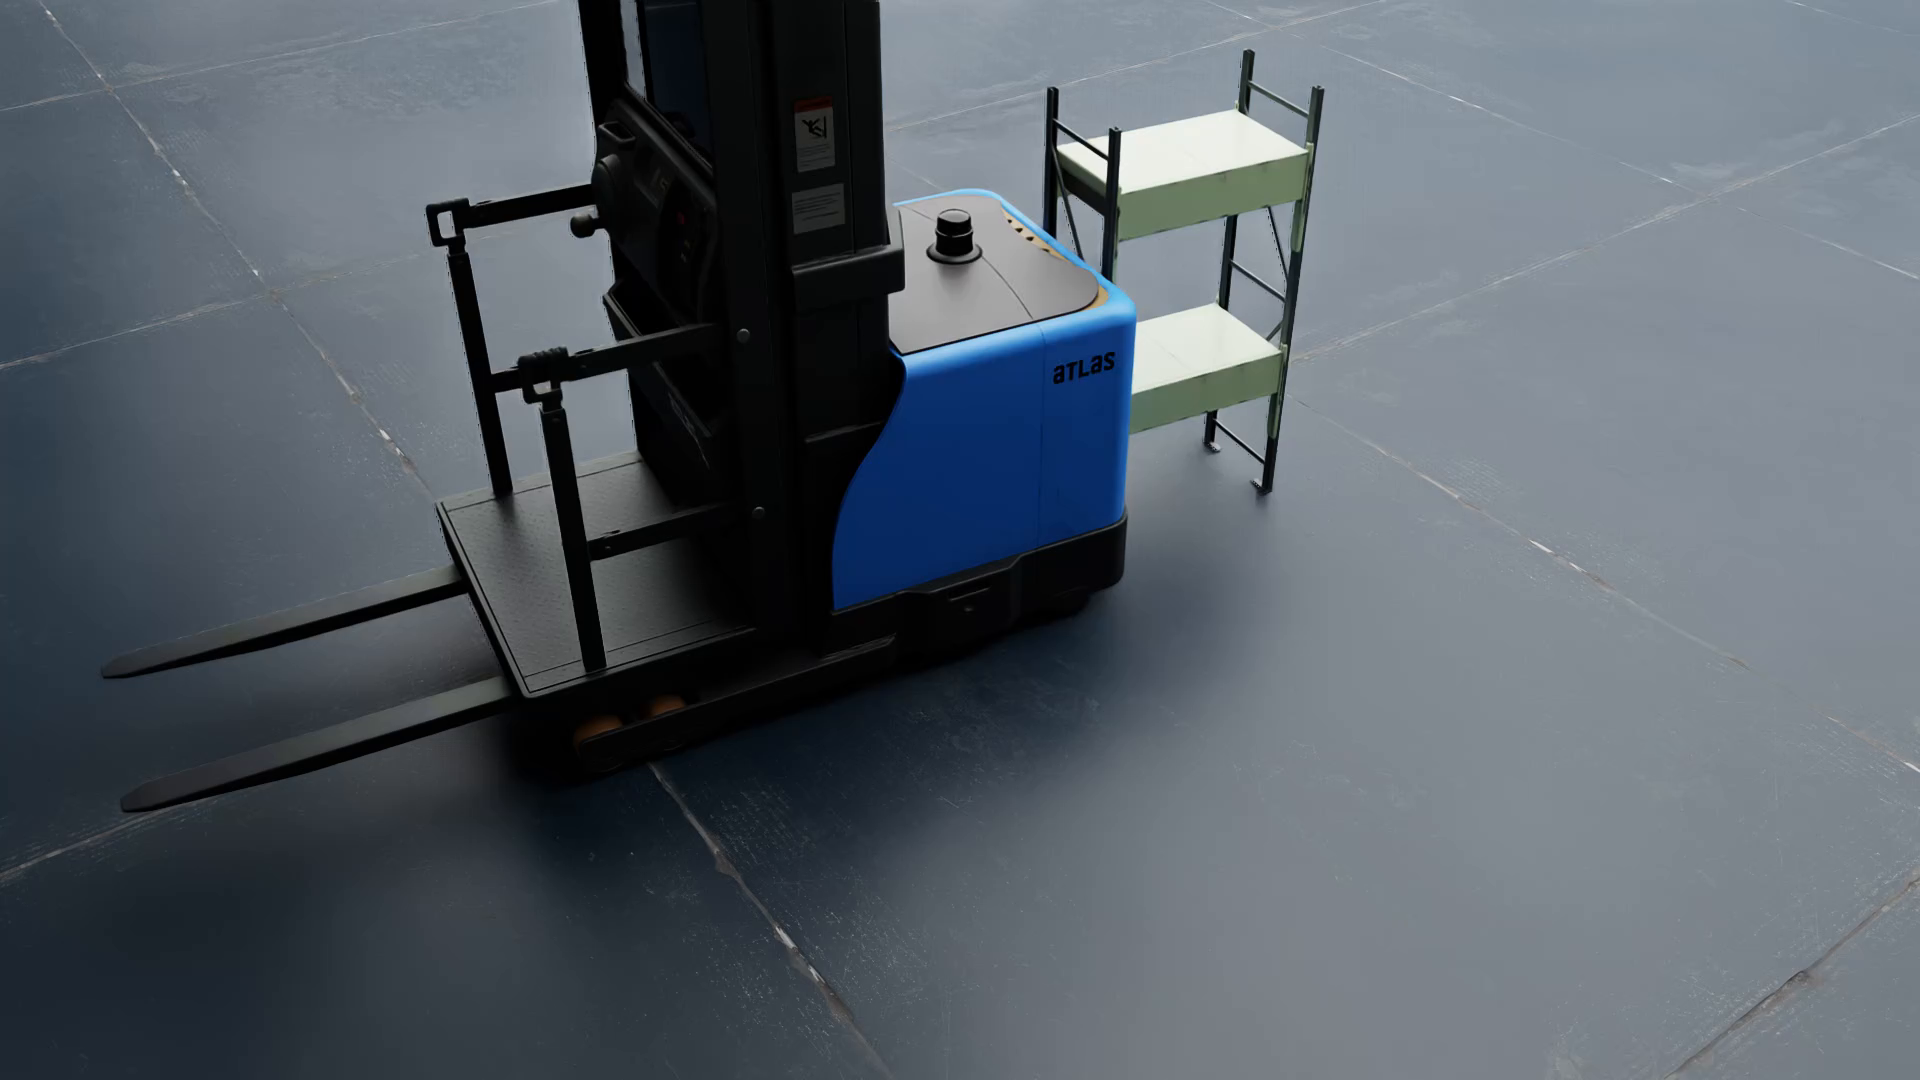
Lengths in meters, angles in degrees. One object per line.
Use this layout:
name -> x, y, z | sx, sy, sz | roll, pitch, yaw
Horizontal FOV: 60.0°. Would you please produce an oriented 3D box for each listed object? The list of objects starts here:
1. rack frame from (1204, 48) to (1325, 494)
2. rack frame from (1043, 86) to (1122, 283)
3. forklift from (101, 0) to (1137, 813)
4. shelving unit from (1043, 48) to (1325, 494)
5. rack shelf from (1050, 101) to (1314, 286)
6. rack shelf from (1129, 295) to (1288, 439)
rack frame -> 1.021, -0.882, 5.692 | 0.023, 1.500, 0.400 | -17, 39, -22
rack frame -> 0.370, -0.686, 5.419 | 0.023, 1.500, 0.400 | -17, 39, -22
forklift -> -1.010, -0.872, 4.452 | 3.031, 2.935, 1.130 | -17, 39, -22
shelving unit -> 0.696, -0.784, 5.556 | 0.755, 1.500, 0.431 | -17, 39, -22
rack shelf -> 0.696, -1.101, 5.328 | 0.720, 0.370, 0.431 | -17, 39, -22
rack shelf -> 0.696, -0.519, 5.746 | 0.720, 0.370, 0.431 | -17, 39, -22
